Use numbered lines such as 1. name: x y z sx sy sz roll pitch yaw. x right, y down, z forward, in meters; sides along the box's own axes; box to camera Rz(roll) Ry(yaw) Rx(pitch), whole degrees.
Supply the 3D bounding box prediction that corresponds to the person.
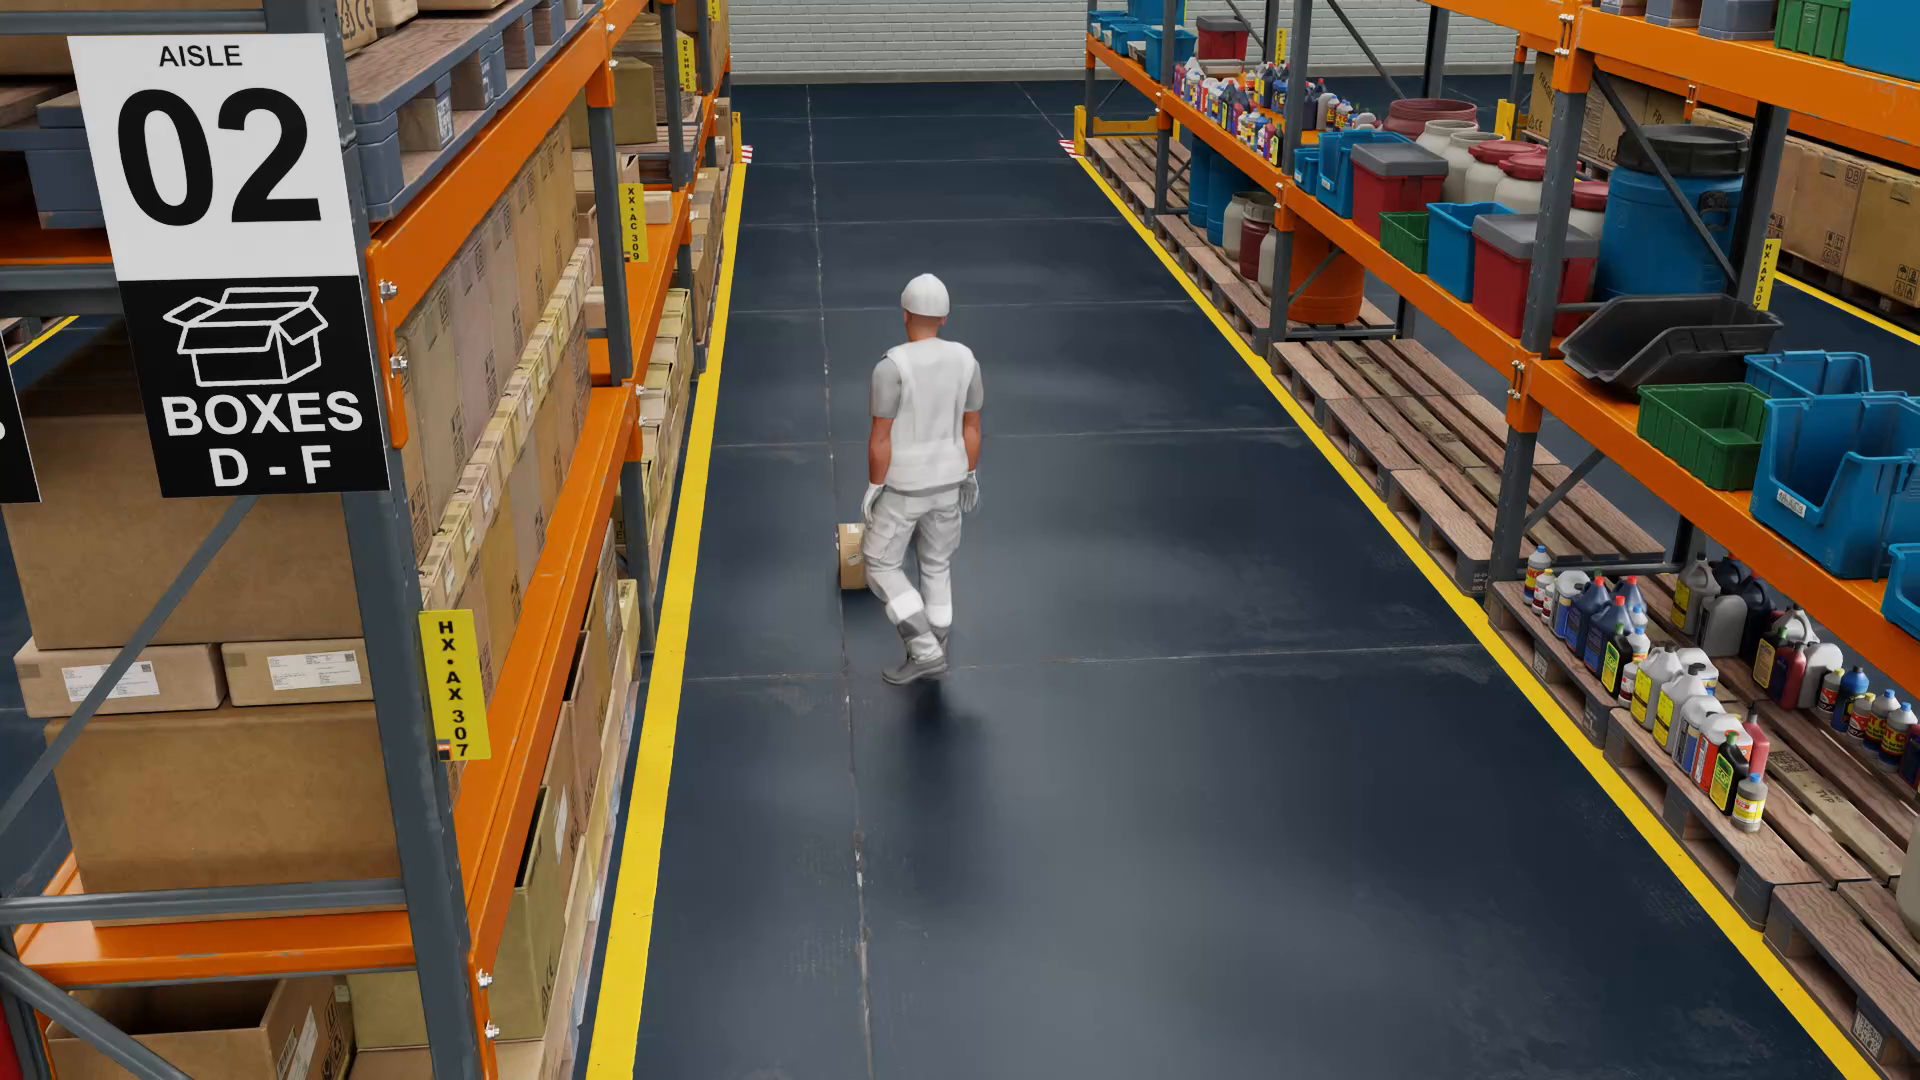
1. person: -0.133 -0.209 7.026 0.580 1.785 0.571 -13 27 -28
